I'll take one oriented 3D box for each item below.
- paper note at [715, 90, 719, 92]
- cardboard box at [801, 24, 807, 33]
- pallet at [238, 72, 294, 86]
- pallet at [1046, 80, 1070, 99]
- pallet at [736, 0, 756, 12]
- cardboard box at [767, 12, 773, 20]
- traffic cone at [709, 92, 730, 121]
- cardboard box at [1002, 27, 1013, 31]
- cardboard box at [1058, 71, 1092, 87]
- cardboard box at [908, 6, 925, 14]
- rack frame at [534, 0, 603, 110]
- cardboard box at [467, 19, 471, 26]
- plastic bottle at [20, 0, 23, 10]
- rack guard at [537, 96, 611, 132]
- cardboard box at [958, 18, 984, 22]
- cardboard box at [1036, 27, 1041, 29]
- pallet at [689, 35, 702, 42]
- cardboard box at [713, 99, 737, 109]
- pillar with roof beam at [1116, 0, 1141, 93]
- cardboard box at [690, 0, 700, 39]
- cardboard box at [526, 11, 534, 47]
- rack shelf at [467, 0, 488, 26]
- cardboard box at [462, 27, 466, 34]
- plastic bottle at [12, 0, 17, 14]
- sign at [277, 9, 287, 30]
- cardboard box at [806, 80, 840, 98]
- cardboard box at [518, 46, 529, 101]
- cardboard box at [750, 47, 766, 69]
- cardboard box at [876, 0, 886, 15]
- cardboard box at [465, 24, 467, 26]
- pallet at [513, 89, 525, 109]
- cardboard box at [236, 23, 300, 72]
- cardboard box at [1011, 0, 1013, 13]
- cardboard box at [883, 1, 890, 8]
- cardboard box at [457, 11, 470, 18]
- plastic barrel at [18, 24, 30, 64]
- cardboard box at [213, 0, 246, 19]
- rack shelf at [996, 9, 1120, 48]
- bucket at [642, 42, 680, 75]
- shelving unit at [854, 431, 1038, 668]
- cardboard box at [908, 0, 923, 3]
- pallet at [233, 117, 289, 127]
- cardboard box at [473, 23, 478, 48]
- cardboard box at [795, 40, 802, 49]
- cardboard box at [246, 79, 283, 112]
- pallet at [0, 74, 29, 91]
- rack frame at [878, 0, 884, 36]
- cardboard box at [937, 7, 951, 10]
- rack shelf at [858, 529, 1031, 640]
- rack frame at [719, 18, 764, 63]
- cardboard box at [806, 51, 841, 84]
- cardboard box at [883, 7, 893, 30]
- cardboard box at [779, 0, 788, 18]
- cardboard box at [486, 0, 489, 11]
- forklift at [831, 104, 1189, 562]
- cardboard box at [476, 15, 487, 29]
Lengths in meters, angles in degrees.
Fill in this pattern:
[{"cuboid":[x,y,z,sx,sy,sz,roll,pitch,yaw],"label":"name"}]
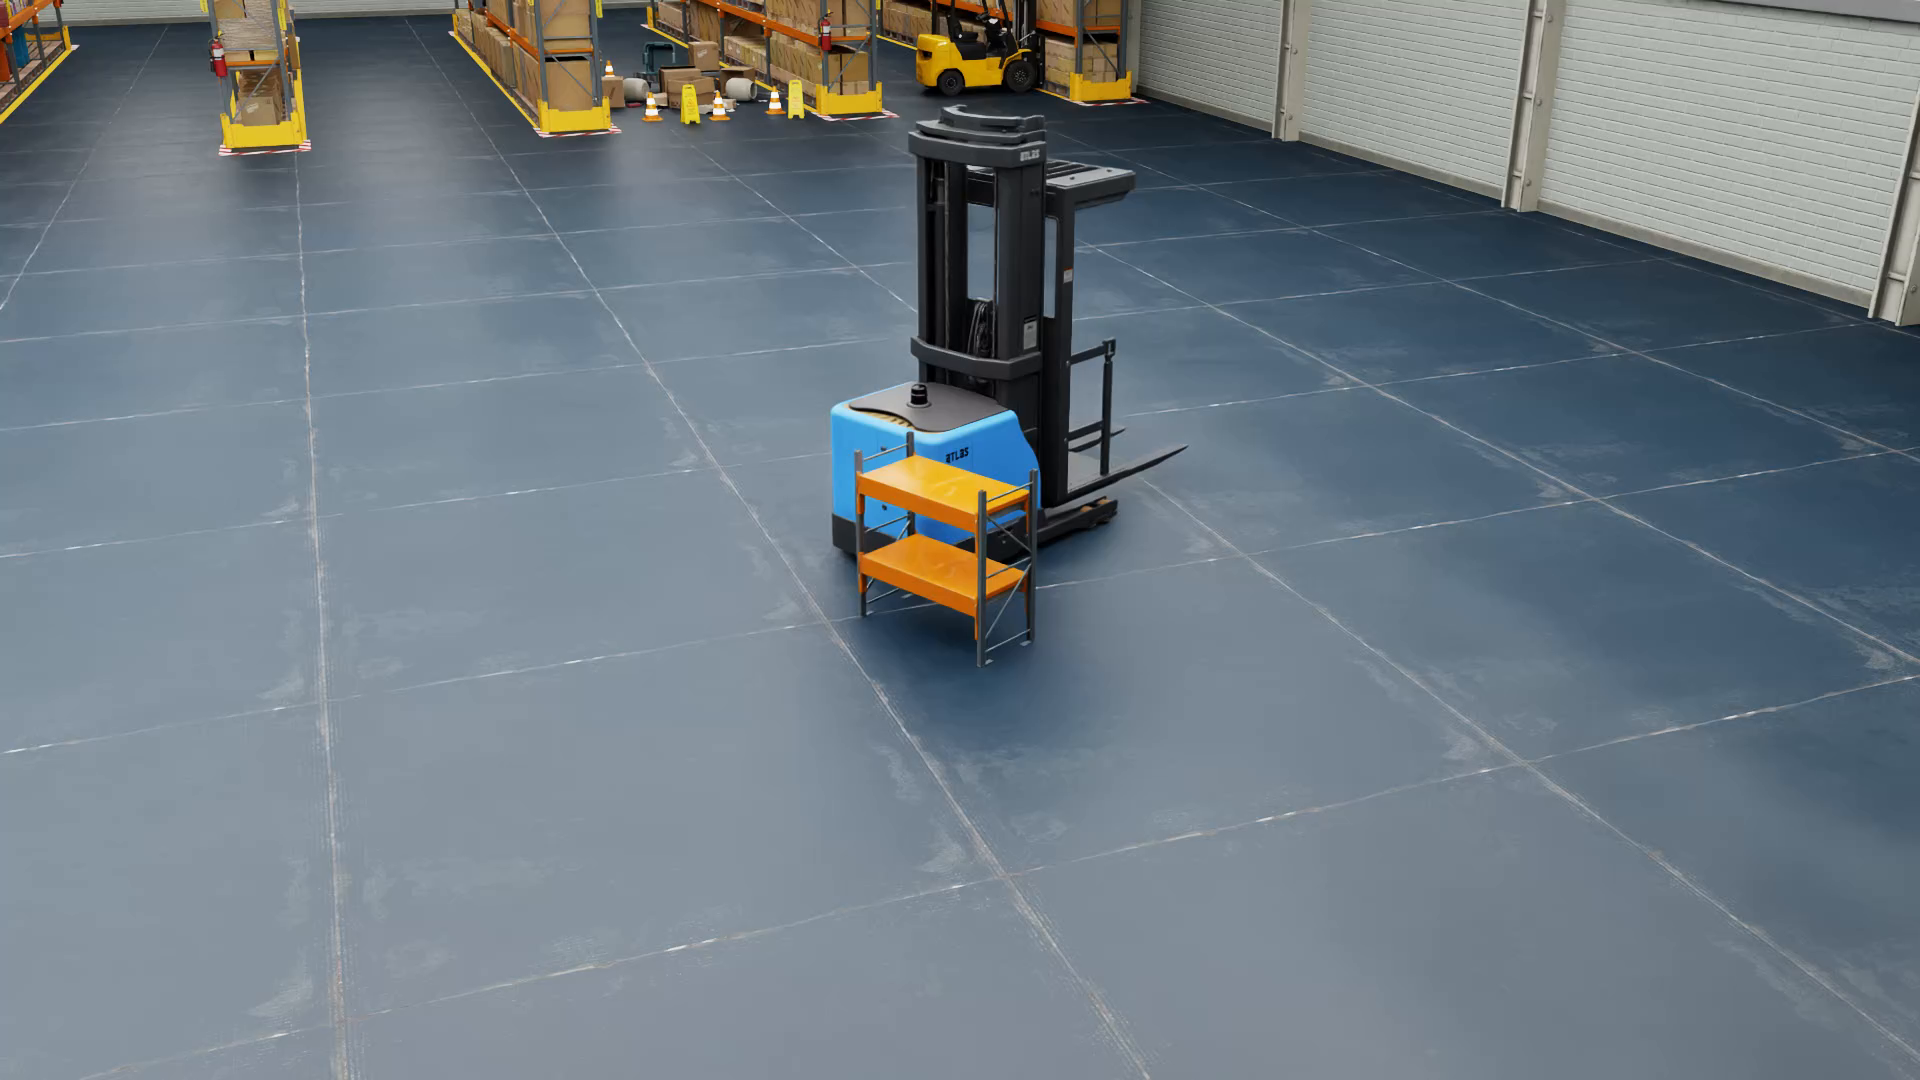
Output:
[{"cuboid":[-4.798,-8.788,32.560,0.148,0.019,0.142,-8,24,-19],"label":"paper note"},{"cuboid":[-2.691,-9.382,30.471,0.380,0.149,0.250,-8,24,-18],"label":"cardboard box"},{"cuboid":[-13.799,-9.107,33.085,1.003,0.211,1.213,-8,24,-19],"label":"pallet"},{"cuboid":[2.357,-8.799,32.354,1.003,0.211,1.213,-8,24,-19],"label":"pallet"},{"cuboid":[-4.065,-11.234,34.788,1.003,0.211,1.213,-8,24,-19],"label":"pallet"},{"cuboid":[-3.578,-10.308,32.669,0.380,0.149,0.250,-8,24,-19],"label":"cardboard box"},{"cuboid":[-4.253,-7.663,29.336,0.336,0.463,0.334,-8,24,-19],"label":"traffic cone"},{"cuboid":[1.130,-10.433,34.354,0.500,0.250,0.500,-9,24,-20],"label":"cardboard box"},{"cuboid":[2.205,-8.865,31.921,0.500,0.250,0.500,-8,24,-19],"label":"cardboard box"},{"cuboid":[-1.014,-12.689,39.837,0.380,0.149,0.250,-10,25,-22],"label":"cardboard box"},{"cuboid":[-6.571,-8.413,27.849,1.000,3.000,0.127,-8,24,-19],"label":"rack frame"},{"cuboid":[-11.402,-12.198,39.192,0.380,0.149,0.250,-9,24,-19],"label":"cardboard box"},{"cuboid":[-19.489,-11.138,34.378,0.144,0.351,0.185,-8,24,-19],"label":"plastic bottle"},{"cuboid":[-6.563,-7.253,28.314,1.175,0.500,0.348,-8,24,-19],"label":"rack guard"},{"cuboid":[0.286,-11.353,37.340,0.875,0.625,0.625,-8,24,-17],"label":"cardboard box"},{"cuboid":[1.608,-10.500,34.512,0.500,0.250,0.500,-8,24,-18],"label":"cardboard box"},{"cuboid":[-5.872,-11.934,39.793,1.003,0.211,1.213,-8,24,-19],"label":"pallet"},{"cuboid":[-4.329,-8.014,30.573,0.380,0.149,0.250,4,23,9],"label":"cardboard box"},{"cuboid":[-0.764,-12.362,29.494,9.100,9.000,0.400,-8,24,-19],"label":"pillar with roof beam"},{"cuboid":[-5.921,-12.489,39.715,0.875,0.875,0.875,-8,24,-17],"label":"cardboard box"},{"cuboid":[-6.960,-8.808,28.592,0.875,0.550,0.550,-8,24,-19],"label":"cardboard box"},{"cuboid":[-10.104,-11.715,36.609,1.077,0.370,4.000,-8,24,-19],"label":"rack shelf"},{"cuboid":[-11.901,-12.409,40.460,0.380,0.149,0.250,-10,25,-22],"label":"cardboard box"},{"cuboid":[-19.117,-10.770,33.592,0.061,0.283,0.133,-8,24,-19],"label":"plastic bottle"},{"cuboid":[-10.740,-8.243,26.330,0.100,0.325,0.005,-8,24,-19],"label":"sign"},{"cuboid":[-2.522,-8.321,30.630,0.500,0.250,0.500,-8,24,-19],"label":"cardboard box"},{"cuboid":[-7.506,-8.516,30.287,0.875,0.875,0.875,-8,24,-19],"label":"cardboard box"},{"cuboid":[-3.834,-10.016,34.495,0.950,0.372,0.625,-7,24,-16],"label":"cardboard box"},{"cuboid":[-2.226,-13.738,43.161,0.700,0.500,0.500,-9,25,-21],"label":"cardboard box"},{"cuboid":[-11.894,-12.643,40.630,0.380,0.149,0.250,-10,25,-22],"label":"cardboard box"},{"cuboid":[-7.789,-8.295,31.158,1.003,0.211,1.213,-8,24,-19],"label":"pallet"},{"cuboid":[-14.298,-10.144,34.151,1.225,0.875,0.875,-10,25,-21],"label":"cardboard box"},{"cuboid":[1.365,-10.927,33.684,0.500,0.500,0.500,-8,24,-18],"label":"cardboard box"},{"cuboid":[-1.695,-13.345,41.393,0.380,0.149,0.250,-7,24,-16],"label":"cardboard box"},{"cuboid":[-12.177,-12.951,40.979,0.380,0.149,0.250,-8,24,-19],"label":"cardboard box"},{"cuboid":[-19.944,-10.477,34.905,0.600,0.901,0.708,-8,24,-19],"label":"plastic barrel"},{"cuboid":[-11.673,-8.579,26.444,0.500,0.500,0.500,-8,24,-19],"label":"cardboard box"},{"cuboid":[1.960,-10.207,33.030,1.077,0.370,4.000,-8,24,-19],"label":"rack shelf"},{"cuboid":[-5.779,-9.325,32.271,0.726,0.611,0.620,0,13,-1],"label":"bucket"},{"cuboid":[-0.093,0.037,10.213,1.048,1.125,0.538,20,30,38],"label":"shelving unit"},{"cuboid":[-1.075,-13.323,41.341,0.380,0.149,0.250,-8,24,-19],"label":"cardboard box"},{"cuboid":[-11.528,-6.812,27.640,1.003,0.211,1.213,-8,24,-19],"label":"pallet"},{"cuboid":[-10.798,-11.510,37.874,0.500,0.500,0.500,-7,24,-17],"label":"cardboard box"},{"cuboid":[-2.873,-9.267,31.074,0.380,0.149,0.250,-7,24,-17],"label":"cardboard box"},{"cuboid":[-12.054,-7.692,28.815,0.500,0.500,0.500,-11,25,-24],"label":"cardboard box"},{"cuboid":[-19.024,-8.992,32.813,1.003,0.211,1.213,-8,24,-19],"label":"pallet"},{"cuboid":[-1.573,-14.172,41.511,1.000,3.000,0.127,-8,24,-19],"label":"rack frame"},{"cuboid":[-0.431,-12.670,39.792,0.380,0.149,0.250,-9,24,-20],"label":"cardboard box"},{"cuboid":[-0.093,0.263,10.308,1.000,0.278,0.538,20,30,38],"label":"rack shelf"},{"cuboid":[-4.802,-12.036,36.444,1.000,3.000,0.127,-8,24,-19],"label":"rack frame"},{"cuboid":[-2.503,-8.656,30.460,0.500,0.500,0.500,-8,24,-19],"label":"cardboard box"},{"cuboid":[-1.613,-13.007,41.425,0.500,0.500,0.500,-7,24,-17],"label":"cardboard box"},{"cuboid":[-3.130,-10.204,31.586,0.500,0.500,0.500,-9,24,-19],"label":"cardboard box"},{"cuboid":[-9.491,-11.166,34.251,0.500,0.500,0.500,-8,24,-18],"label":"cardboard box"},{"cuboid":[0.497,-1.548,11.650,1.130,2.935,3.031,20,30,39],"label":"forklift"},{"cuboid":[-10.430,-11.477,36.830,0.500,0.250,0.500,-7,24,-17],"label":"cardboard box"}]
